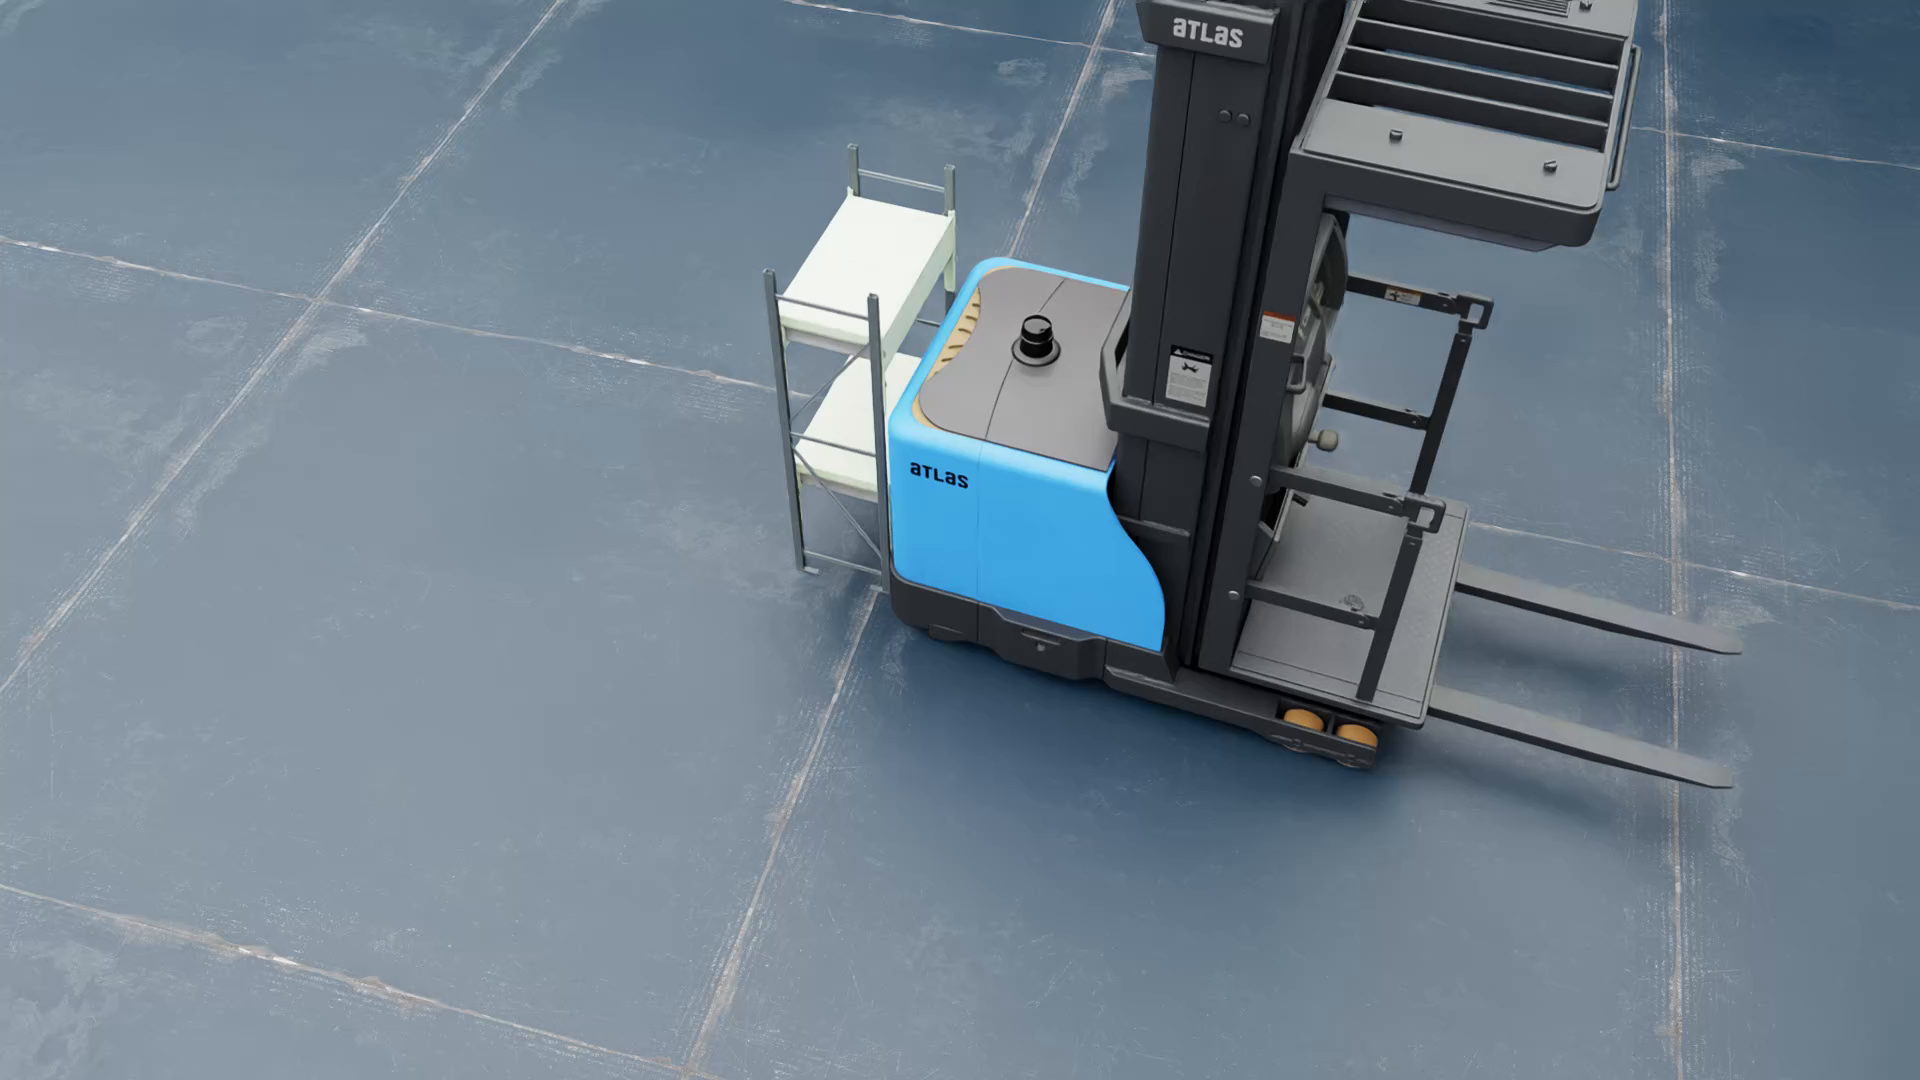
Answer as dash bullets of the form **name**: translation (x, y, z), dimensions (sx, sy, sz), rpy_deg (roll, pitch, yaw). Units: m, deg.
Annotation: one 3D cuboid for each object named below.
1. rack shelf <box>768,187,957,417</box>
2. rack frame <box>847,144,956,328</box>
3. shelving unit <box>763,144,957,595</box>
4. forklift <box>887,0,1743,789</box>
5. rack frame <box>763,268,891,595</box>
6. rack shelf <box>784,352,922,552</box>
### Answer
- **rack shelf**: translation (-0.331, -0.855, 5.903), dimensions (0.431, 0.370, 0.720), rpy_deg (15, 50, 13)
- **rack frame**: translation (-0.209, -0.855, 6.424), dimensions (0.400, 1.500, 0.023), rpy_deg (15, 50, 13)
- **shelving unit**: translation (-0.331, -0.597, 6.195), dimensions (0.431, 1.500, 0.755), rpy_deg (15, 50, 13)
- **forklift**: translation (1.312, -0.609, 5.251), dimensions (3.031, 2.935, 1.130), rpy_deg (15, 50, 13)
- **rack frame**: translation (-0.454, -0.338, 5.967), dimensions (0.400, 1.500, 0.023), rpy_deg (15, 50, 13)
- **rack shelf**: translation (-0.331, -0.381, 6.440), dimensions (0.431, 0.370, 0.720), rpy_deg (15, 50, 13)
